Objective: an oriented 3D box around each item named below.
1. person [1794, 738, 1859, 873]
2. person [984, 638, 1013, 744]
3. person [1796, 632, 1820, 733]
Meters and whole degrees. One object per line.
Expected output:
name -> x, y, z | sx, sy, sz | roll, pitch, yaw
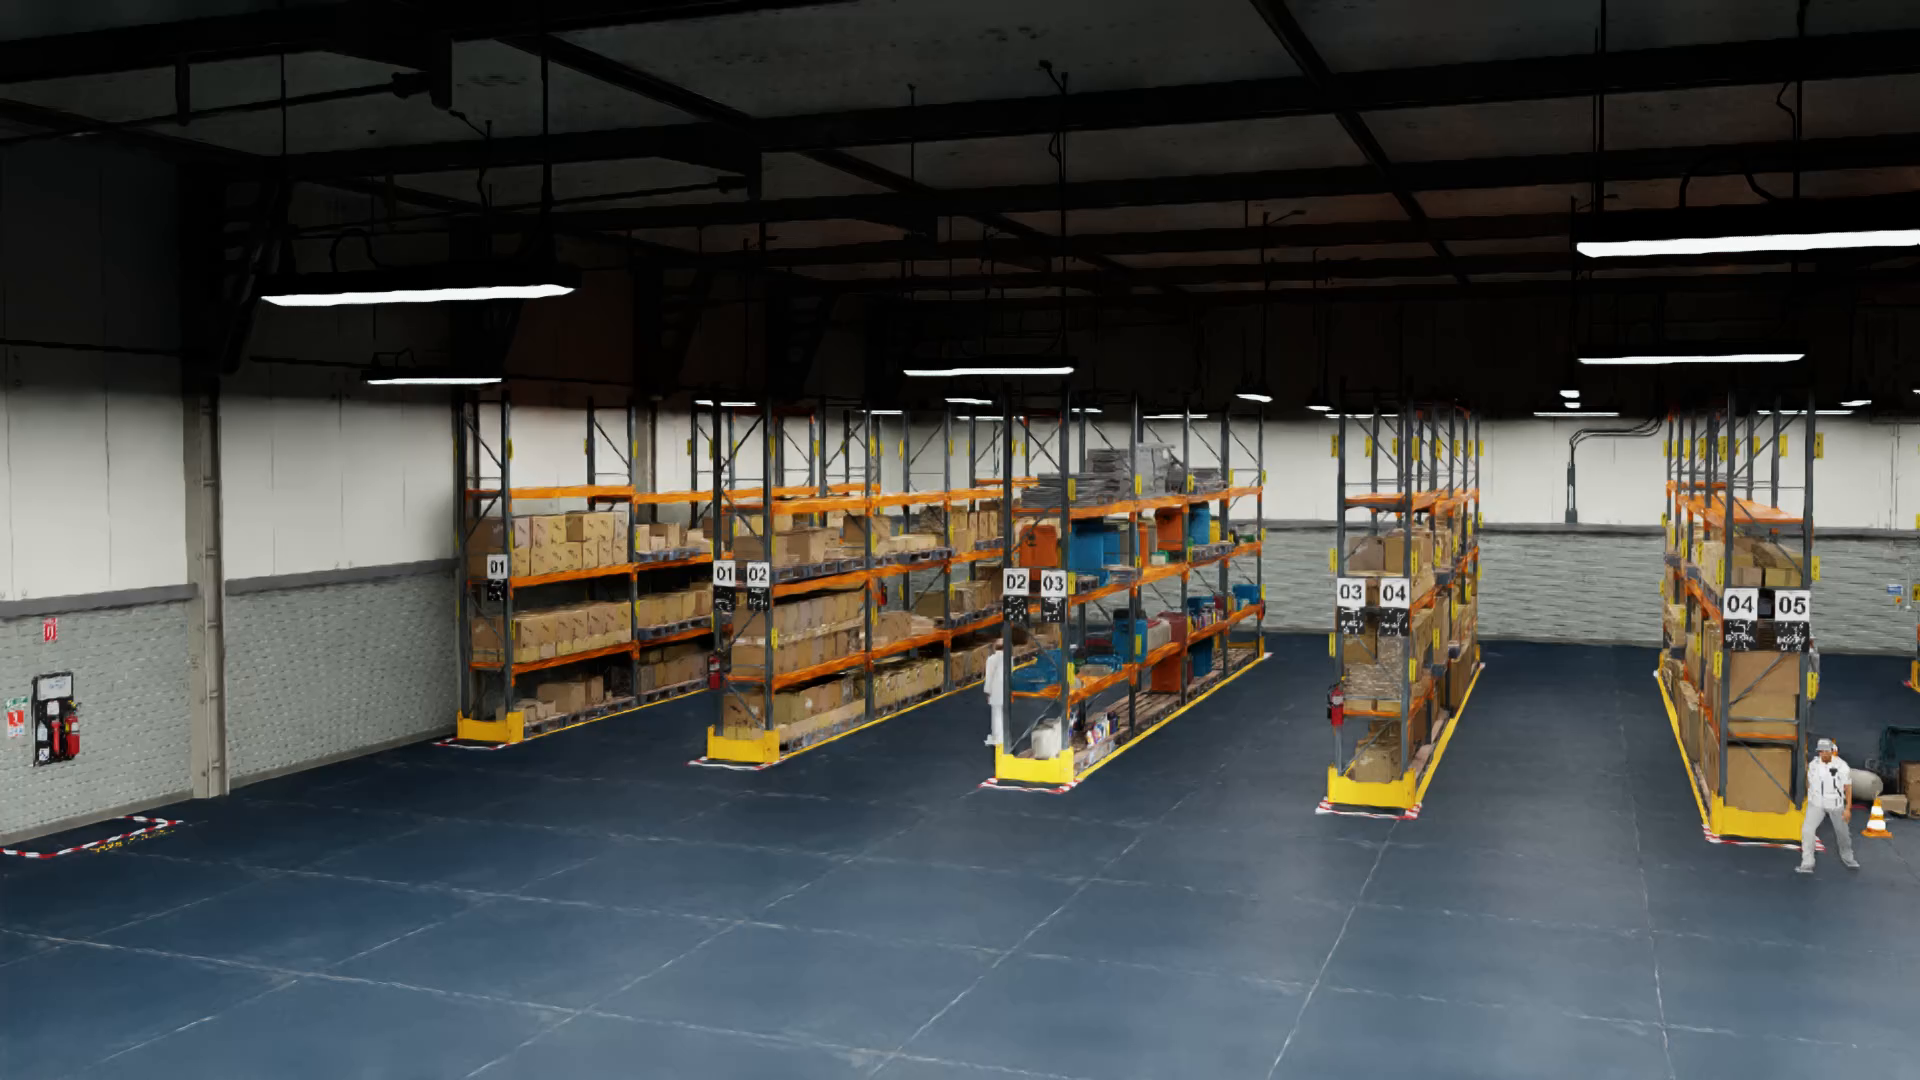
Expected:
person -> 10.270, 3.118, 19.633 | 0.530, 1.601, 0.946 | 3, 4, 43
person -> 0.617, 2.547, 28.135 | 0.631, 1.781, 0.556 | -3, 4, -39
person -> 14.986, 2.485, 29.352 | 0.450, 1.776, 0.584 | -1, 3, -11
